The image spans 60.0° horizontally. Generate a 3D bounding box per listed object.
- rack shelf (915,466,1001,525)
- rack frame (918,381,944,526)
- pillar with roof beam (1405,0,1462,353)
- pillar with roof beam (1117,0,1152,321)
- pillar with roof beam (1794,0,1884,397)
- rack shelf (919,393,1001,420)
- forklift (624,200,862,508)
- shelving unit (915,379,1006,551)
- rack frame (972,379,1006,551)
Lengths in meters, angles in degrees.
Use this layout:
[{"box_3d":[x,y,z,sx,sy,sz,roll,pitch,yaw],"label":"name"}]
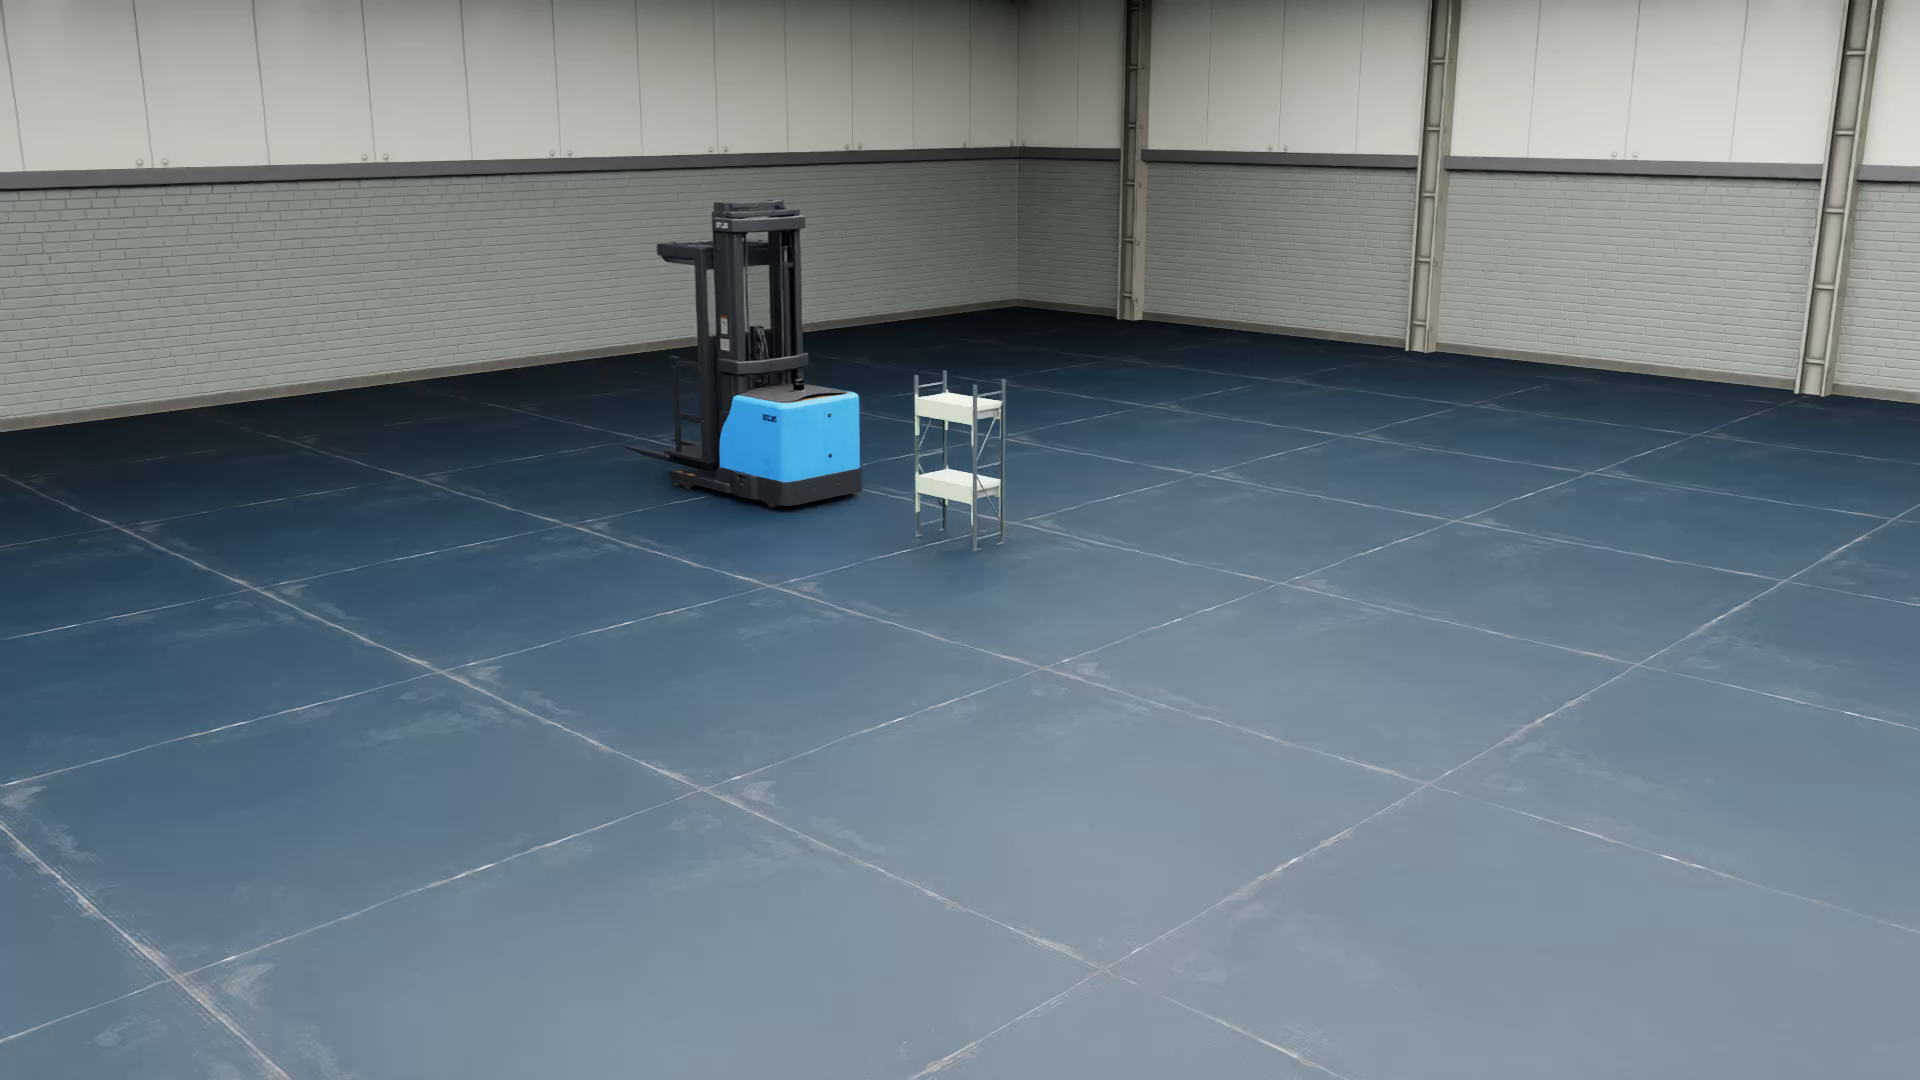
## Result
[{"box_3d":[-0.005,-0.411,15.148,0.720,0.370,0.431,14,20,42],"label":"rack shelf"},{"box_3d":[-0.269,-0.791,15.310,0.010,1.308,0.380,14,20,42],"label":"rack frame"},{"box_3d":[4.509,-6.652,22.932,0.400,9.000,9.100,14,20,42],"label":"pillar with roof beam"},{"box_3d":[0.190,-7.702,26.962,0.400,9.000,9.100,14,20,42],"label":"pillar with roof beam"},{"box_3d":[8.828,-5.602,18.902,0.400,9.000,9.100,14,20,42],"label":"pillar with roof beam"},{"box_3d":[-0.005,-1.199,14.942,0.686,0.124,0.368,14,20,42],"label":"rack shelf"},{"box_3d":[-2.396,-2.029,17.222,3.031,2.935,1.130,14,20,43],"label":"forklift"},{"box_3d":[-0.002,-0.726,15.063,0.748,1.500,0.431,14,20,42],"label":"shelving unit"},{"box_3d":[0.259,-0.663,14.820,0.023,1.500,0.400,14,20,42],"label":"rack frame"}]
